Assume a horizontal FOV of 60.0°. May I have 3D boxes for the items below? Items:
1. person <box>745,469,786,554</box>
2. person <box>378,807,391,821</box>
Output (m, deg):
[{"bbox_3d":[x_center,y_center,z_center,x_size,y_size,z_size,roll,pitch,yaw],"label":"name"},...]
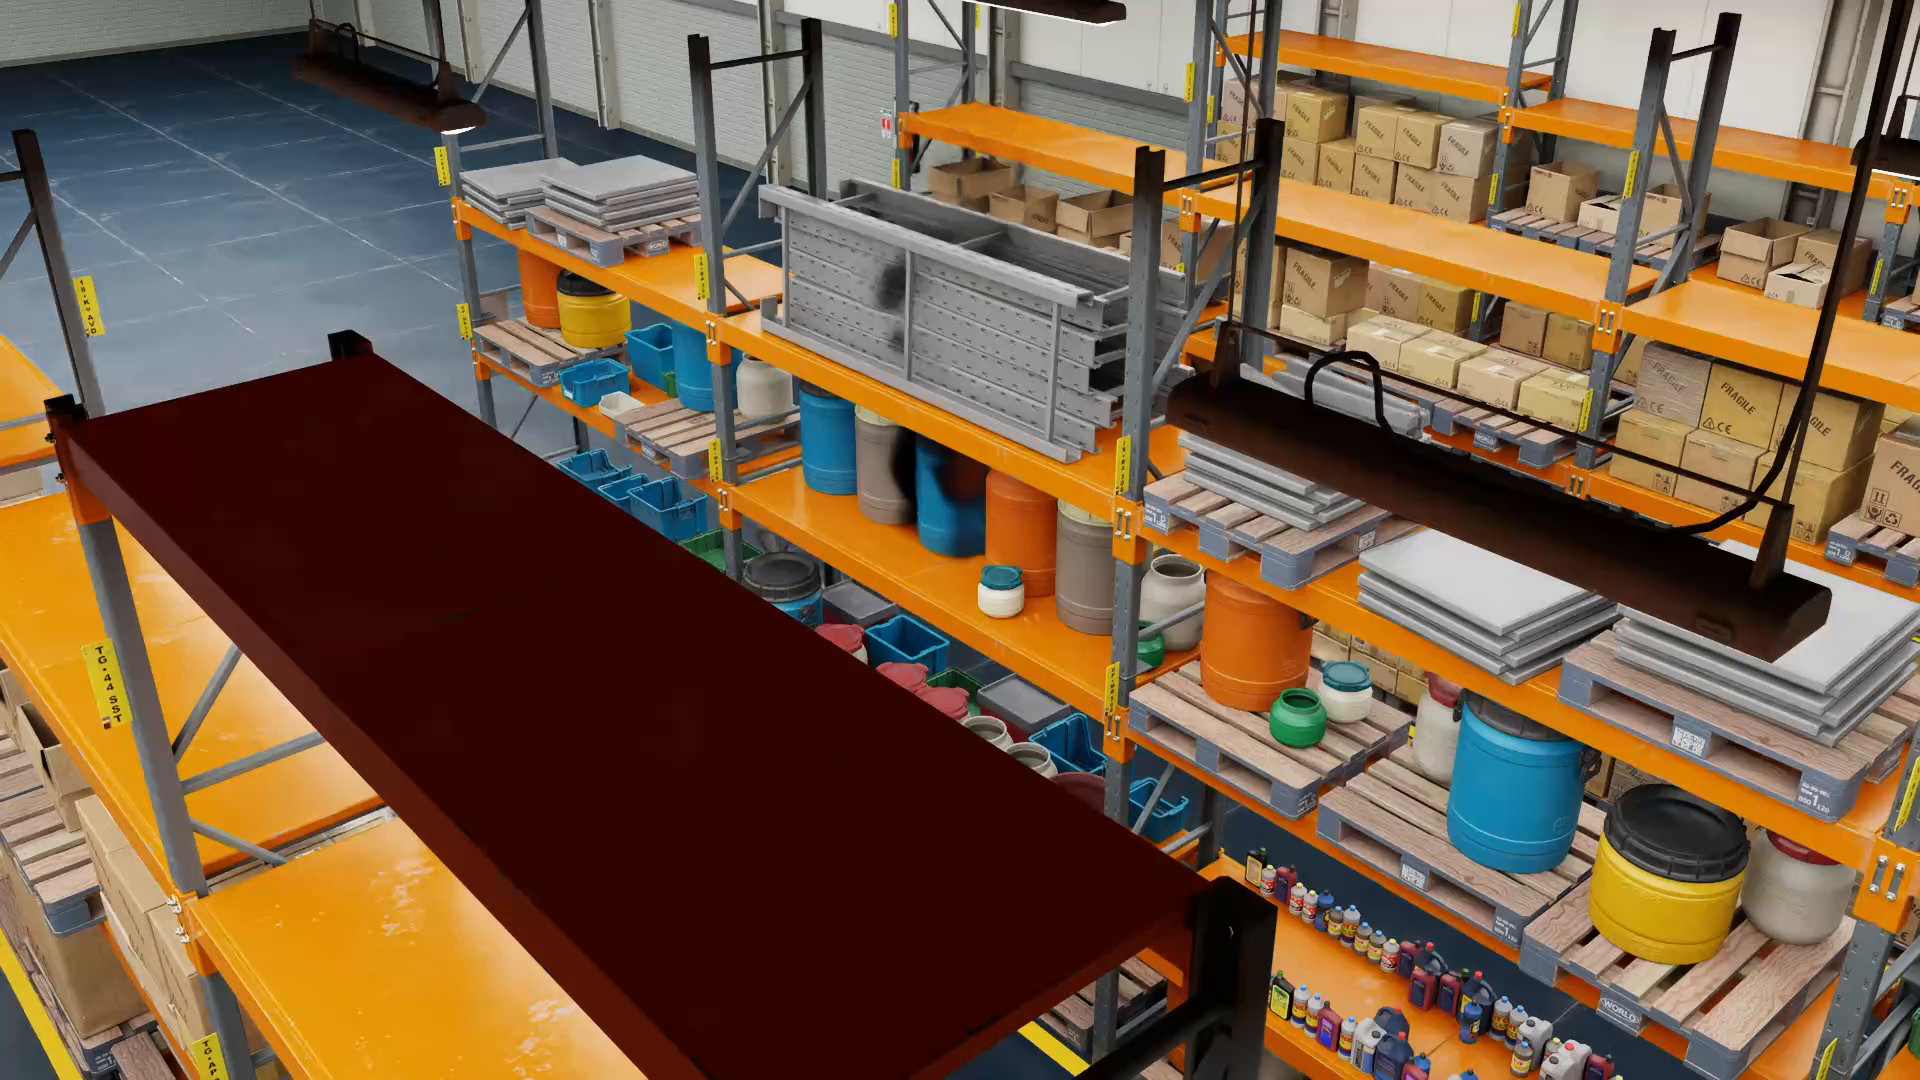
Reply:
[{"bbox_3d":[-1.849,-0.167,16.137,0.530,1.637,0.730,-21,34,-36],"label":"person"},{"bbox_3d":[-4.296,2.006,11.821,0.603,1.628,0.573,-22,34,-37],"label":"person"}]
